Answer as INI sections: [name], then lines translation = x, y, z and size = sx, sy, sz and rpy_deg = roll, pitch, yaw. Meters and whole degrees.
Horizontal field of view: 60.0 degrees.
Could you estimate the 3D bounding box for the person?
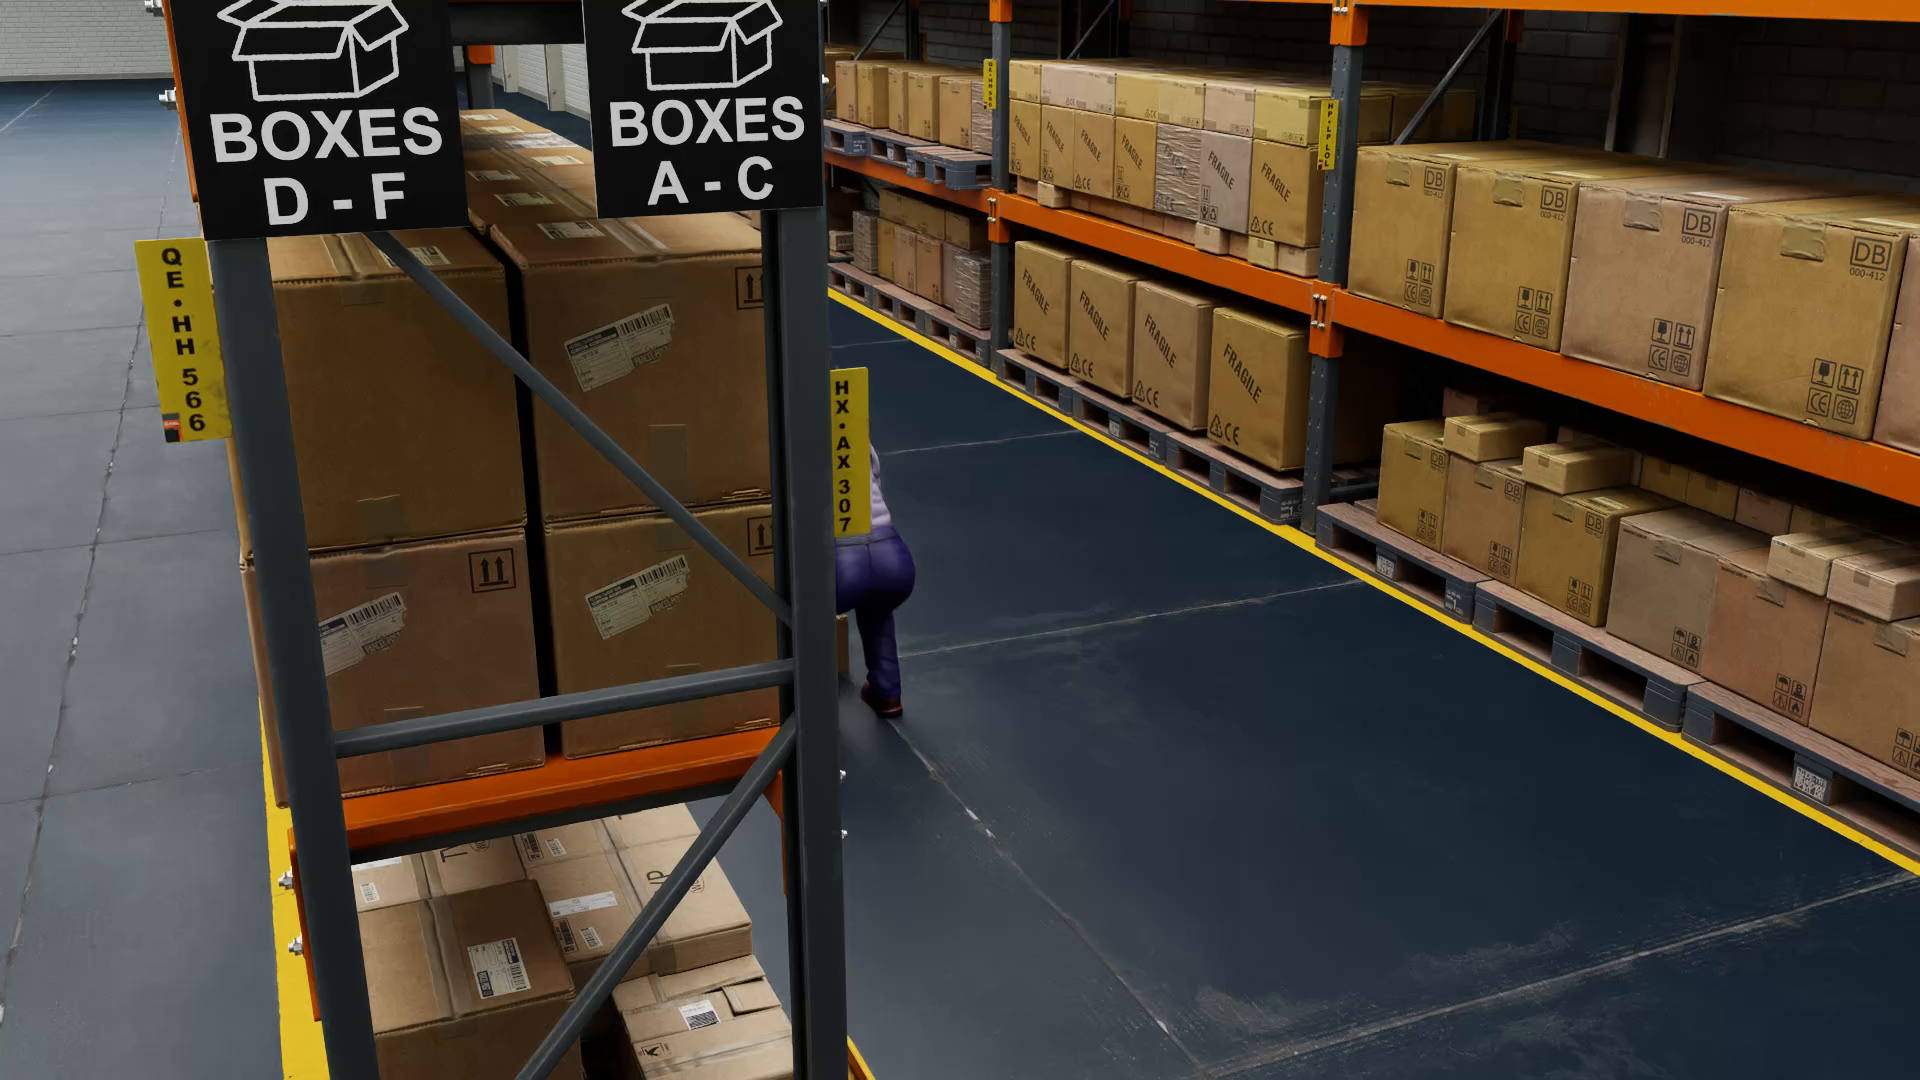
[person]
translation = -0.496, 0.091, 6.483
size = 0.537, 1.226, 0.731
rpy_deg = -8, 21, -22
